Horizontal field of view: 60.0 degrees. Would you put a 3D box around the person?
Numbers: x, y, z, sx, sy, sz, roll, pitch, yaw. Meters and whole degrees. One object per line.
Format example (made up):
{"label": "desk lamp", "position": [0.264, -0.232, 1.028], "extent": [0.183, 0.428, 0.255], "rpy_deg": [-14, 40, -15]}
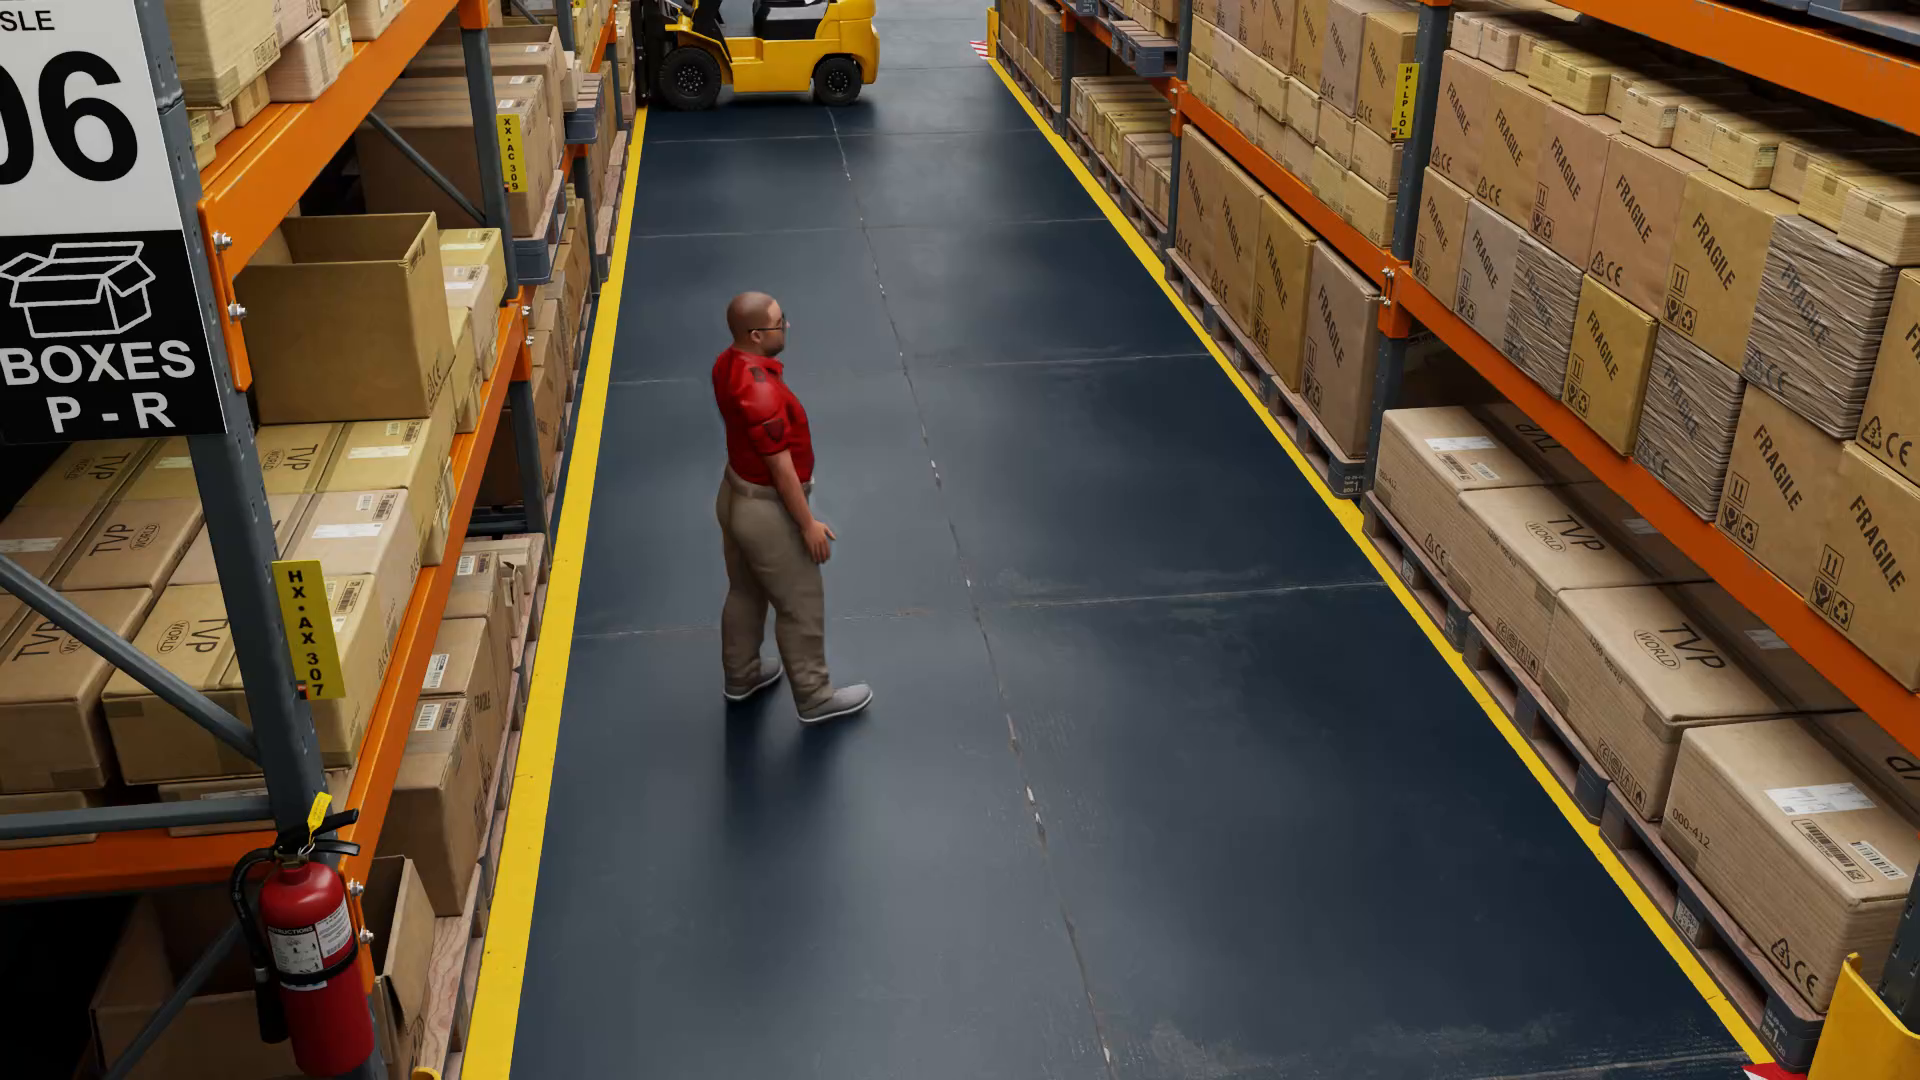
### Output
{"label": "person", "position": [-0.656, -0.122, 6.328], "extent": [0.539, 1.731, 0.595], "rpy_deg": [-12, 29, -22]}
